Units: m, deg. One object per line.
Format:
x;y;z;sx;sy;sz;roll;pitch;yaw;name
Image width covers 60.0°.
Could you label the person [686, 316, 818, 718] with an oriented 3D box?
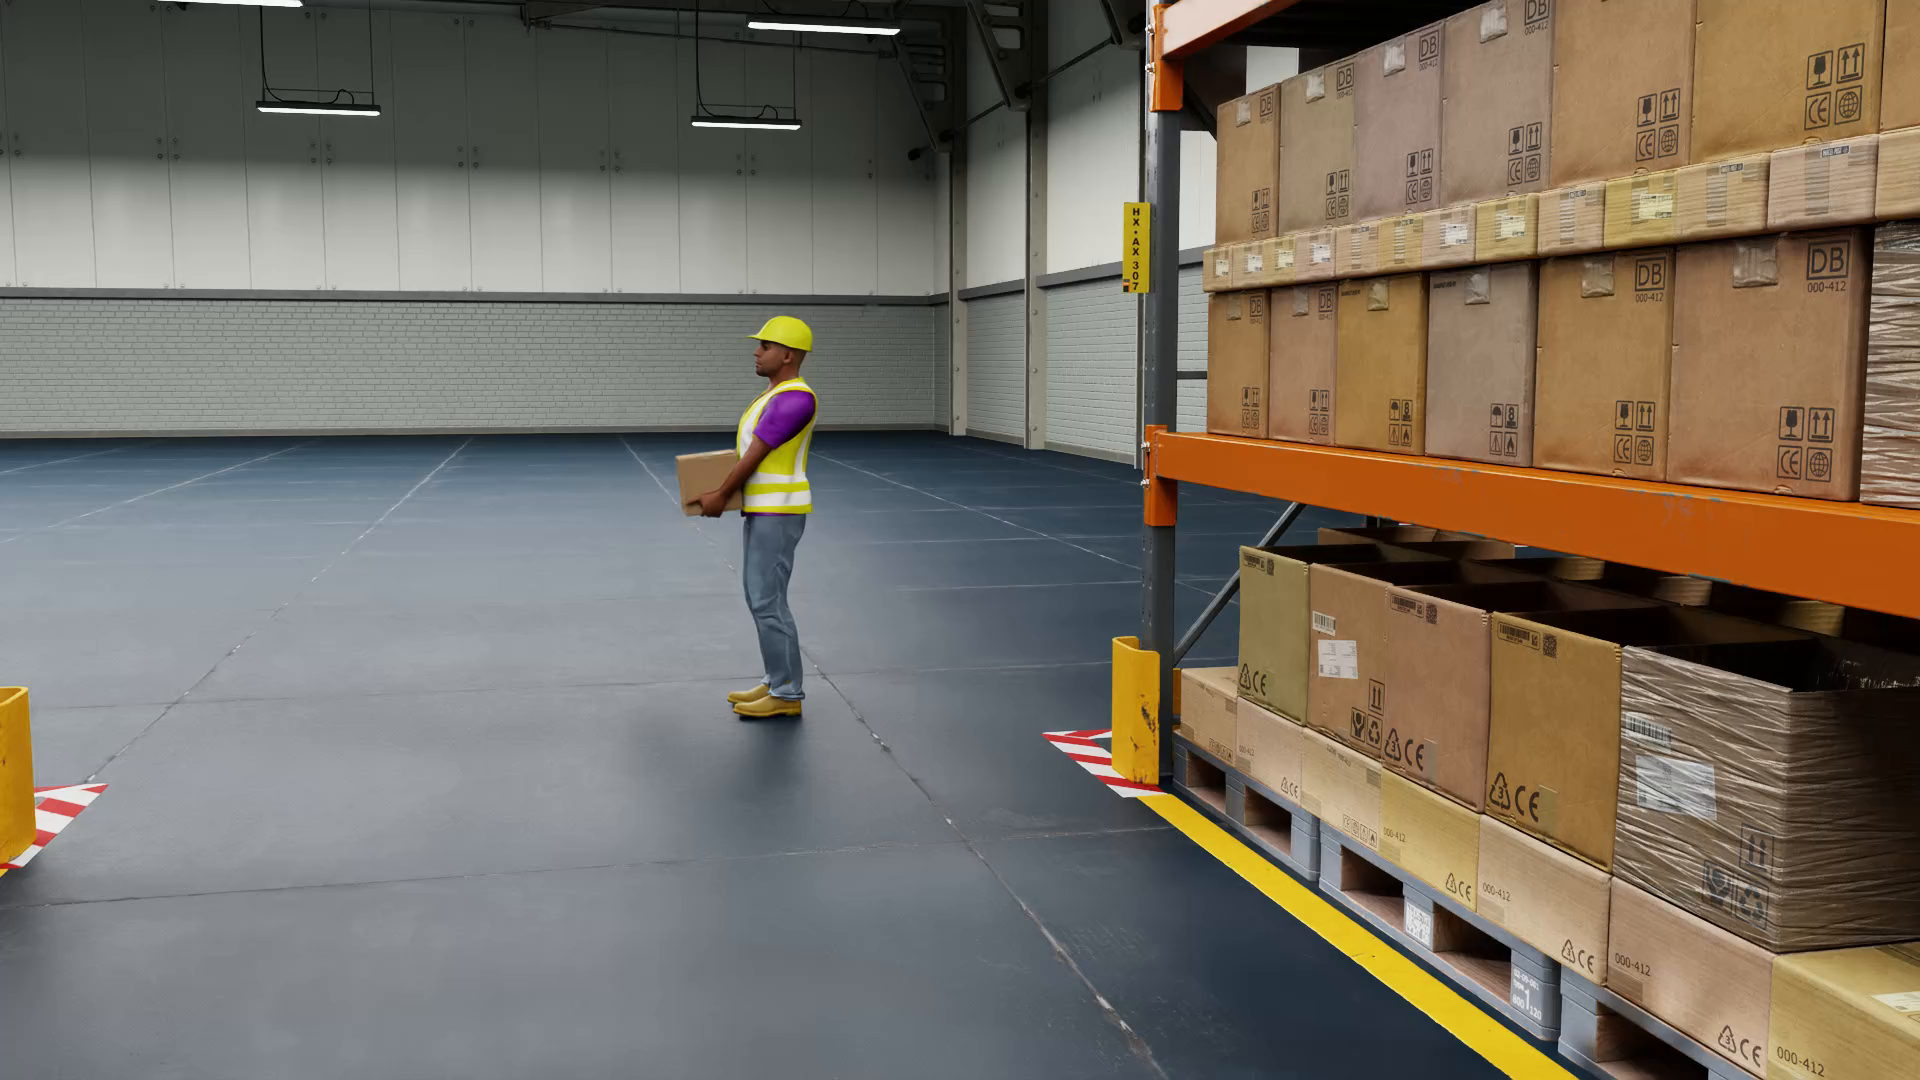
-0.925;-0.106;7.366;0.587;1.760;0.503;-1;6;-13;person
